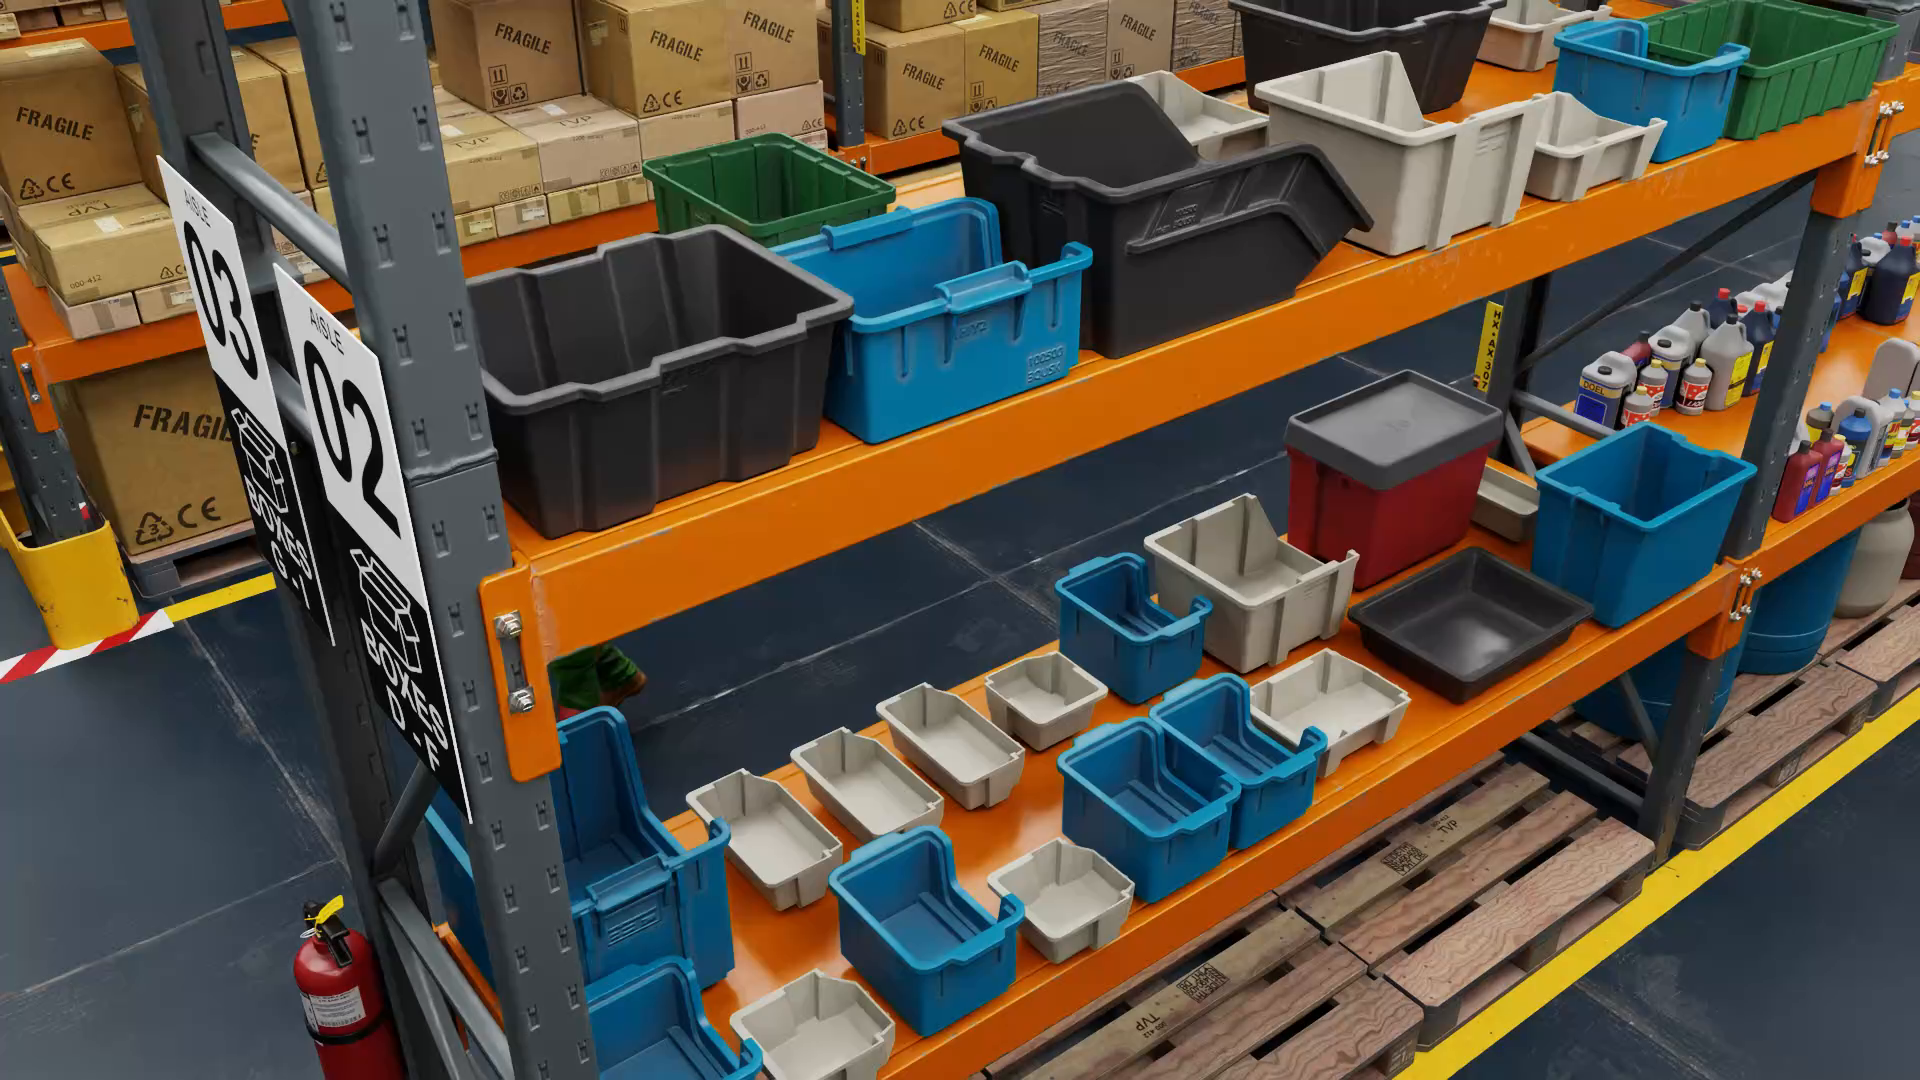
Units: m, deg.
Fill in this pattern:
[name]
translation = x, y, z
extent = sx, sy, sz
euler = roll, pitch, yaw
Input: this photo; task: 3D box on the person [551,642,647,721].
[person]
translation = -1.436, 0.091, 5.938
extent = 0.629, 1.780, 0.591
euler = -18, 36, -26
